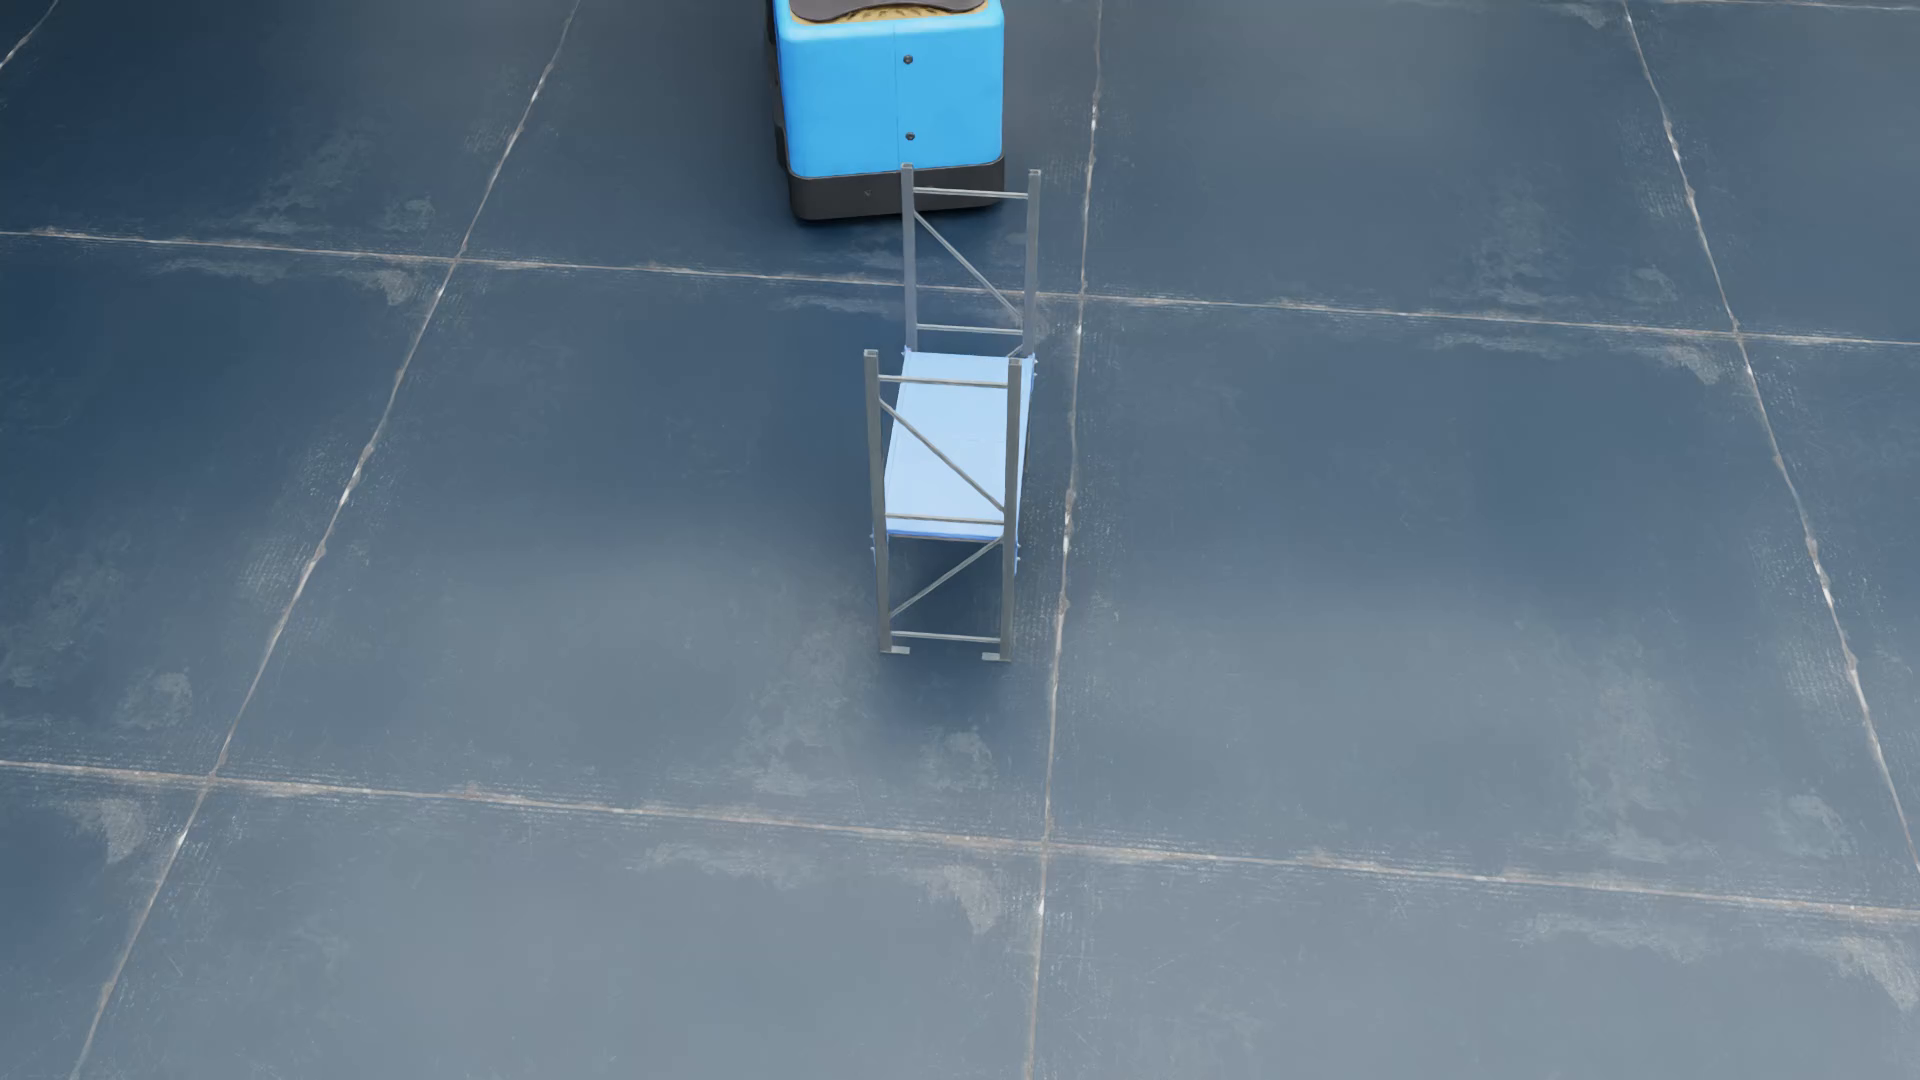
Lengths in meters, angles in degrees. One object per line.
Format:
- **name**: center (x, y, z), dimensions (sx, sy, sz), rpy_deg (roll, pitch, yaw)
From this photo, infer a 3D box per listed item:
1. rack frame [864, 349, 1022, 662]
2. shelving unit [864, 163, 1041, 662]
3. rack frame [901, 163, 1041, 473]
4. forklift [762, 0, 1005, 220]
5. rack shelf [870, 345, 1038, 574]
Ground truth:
- **rack frame**: center (-0.054, -0.070, 5.798), dimensions (0.500, 1.500, 0.032), rpy_deg (4, 48, 4)
- **shelving unit**: center (-0.008, -0.443, 6.139), dimensions (0.538, 1.500, 1.048), rpy_deg (4, 48, 4)
- **rack frame**: center (0.039, -0.817, 6.481), dimensions (0.500, 1.500, 0.032), rpy_deg (4, 48, 4)
- **forklift**: center (-0.498, -3.643, 8.096), dimensions (1.130, 2.935, 3.031), rpy_deg (-6, 48, -5)
- **rack shelf**: center (-0.008, -0.322, 6.272), dimensions (0.538, 0.185, 1.000), rpy_deg (4, 48, 4)
